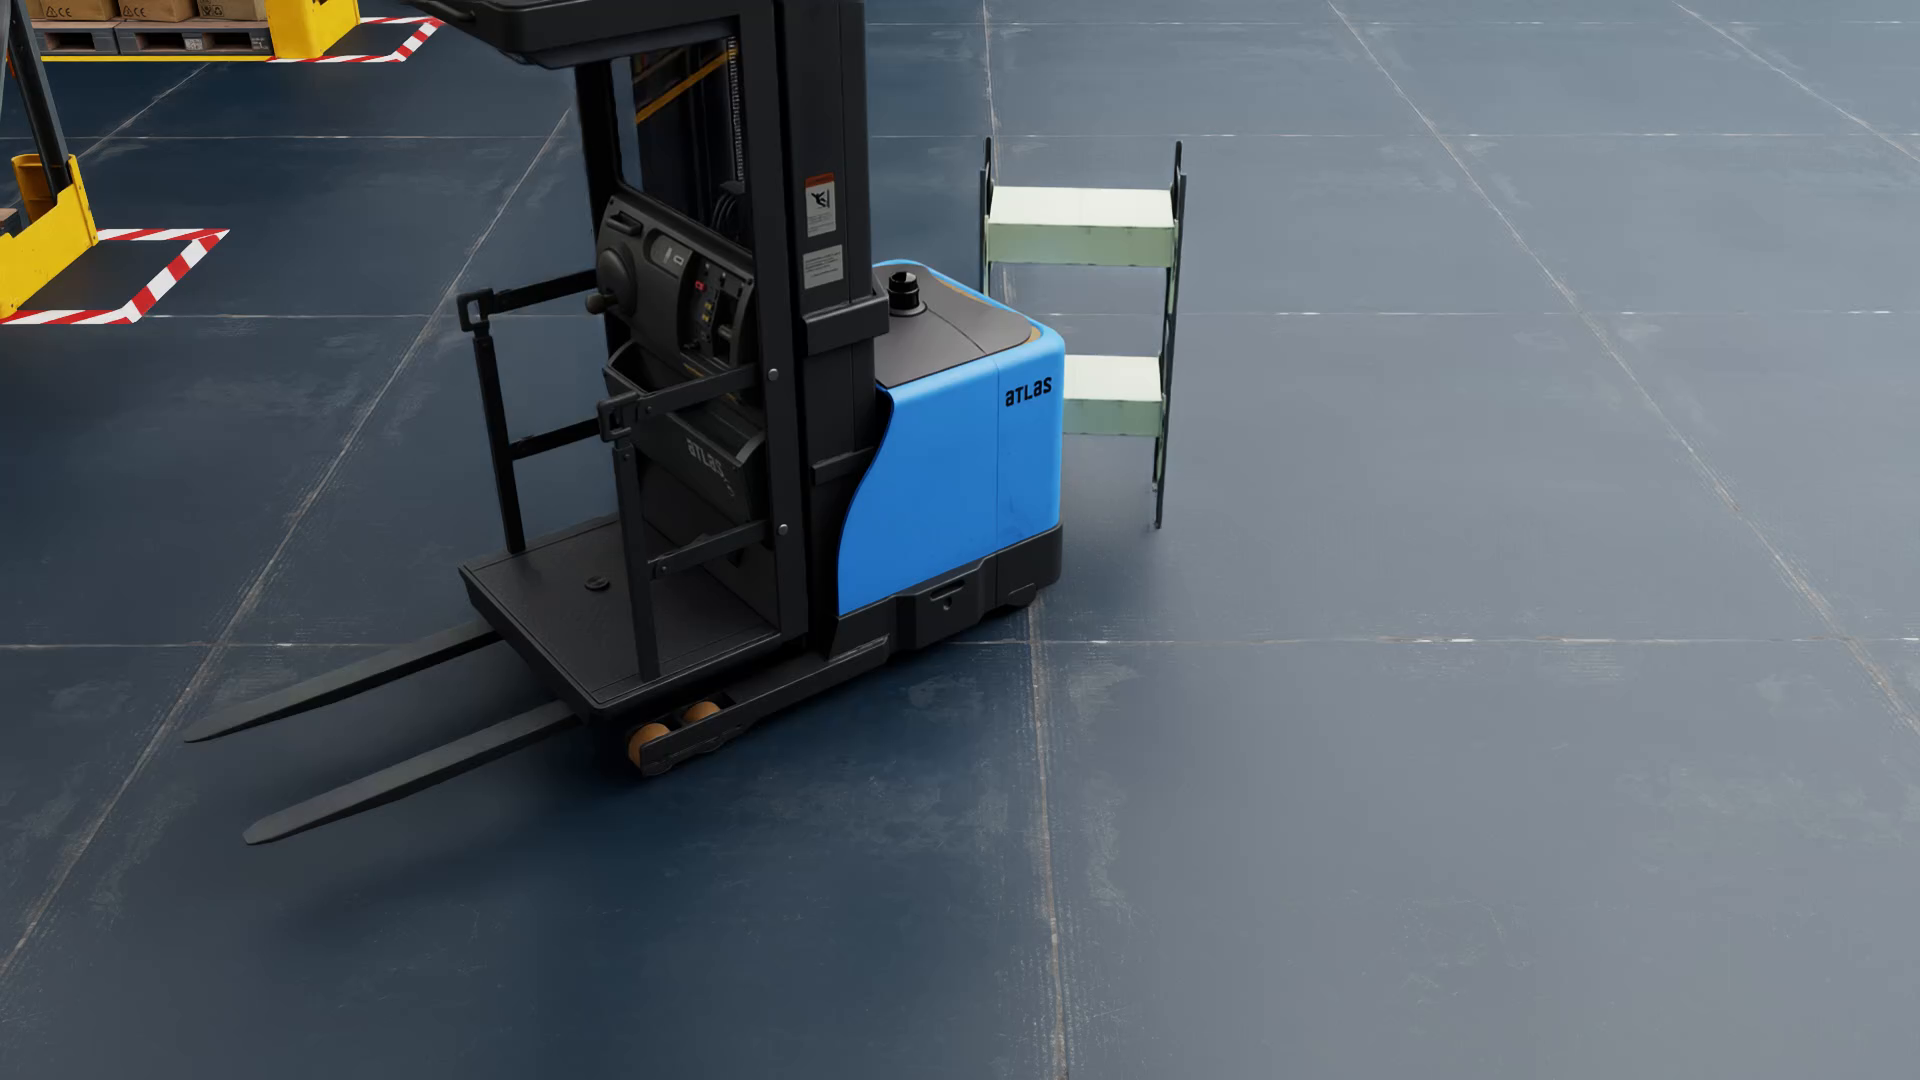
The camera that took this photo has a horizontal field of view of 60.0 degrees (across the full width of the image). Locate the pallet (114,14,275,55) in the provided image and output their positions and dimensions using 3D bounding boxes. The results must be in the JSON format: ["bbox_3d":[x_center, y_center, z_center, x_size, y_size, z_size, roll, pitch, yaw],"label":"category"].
[{"bbox_3d":[-5.974,-4.143,13.374,1.213,0.211,1.003,0,31,0],"label":"pallet"}]

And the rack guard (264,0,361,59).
[{"bbox_3d":[-5.161,-4.250,13.273,0.348,0.500,1.175,0,31,0],"label":"rack guard"}]

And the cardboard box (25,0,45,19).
[{"bbox_3d":[-7.492,-4.446,13.192,0.500,0.500,0.500,-3,31,-5],"label":"cardboard box"}]

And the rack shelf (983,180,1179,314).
[{"bbox_3d":[0.462,-1.138,6.427,0.720,0.370,0.431,2,31,3],"label":"rack shelf"}]

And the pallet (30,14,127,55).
[{"bbox_3d":[-7.191,-4.140,13.370,1.213,0.211,1.003,0,31,0],"label":"pallet"}]

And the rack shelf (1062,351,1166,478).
[{"bbox_3d":[0.462,-0.525,6.799,0.720,0.370,0.431,2,31,3],"label":"rack shelf"}]

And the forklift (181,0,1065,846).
[{"bbox_3d":[-1.086,-0.790,5.227,3.031,2.935,1.130,-22,38,-32],"label":"forklift"}]

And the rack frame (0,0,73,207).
[{"bbox_3d":[-5.055,-2.750,8.391,0.127,3.000,1.000,0,31,0],"label":"rack frame"}]

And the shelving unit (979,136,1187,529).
[{"bbox_3d":[0.462,-0.804,6.630,0.755,1.500,0.431,2,31,3],"label":"shelving unit"}]

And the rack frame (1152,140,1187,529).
[{"bbox_3d":[0.828,-0.791,6.608,0.023,1.500,0.400,2,31,3],"label":"rack frame"}]

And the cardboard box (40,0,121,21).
[{"bbox_3d":[-6.933,-4.425,13.156,0.500,0.500,0.500,3,31,4],"label":"cardboard box"}]

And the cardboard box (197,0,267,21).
[{"bbox_3d":[-5.710,-4.437,13.176,0.500,0.500,0.500,5,32,9],"label":"cardboard box"}]

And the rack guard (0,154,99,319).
[{"bbox_3d":[-5.131,-1.657,8.999,0.348,0.500,1.175,0,31,0],"label":"rack guard"}]

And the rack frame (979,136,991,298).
[{"bbox_3d":[0.097,-0.817,6.651,0.023,1.500,0.400,2,31,3],"label":"rack frame"}]

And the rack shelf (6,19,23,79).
[{"bbox_3d":[-7.055,-2.436,8.567,4.000,0.370,1.077,0,31,0],"label":"rack shelf"}]

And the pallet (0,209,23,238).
[{"bbox_3d":[-5.943,-1.533,9.074,1.213,0.211,1.003,0,31,0],"label":"pallet"}]

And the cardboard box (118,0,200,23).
[{"bbox_3d":[-6.307,-4.417,13.143,0.500,0.500,0.500,8,32,13],"label":"cardboard box"}]
